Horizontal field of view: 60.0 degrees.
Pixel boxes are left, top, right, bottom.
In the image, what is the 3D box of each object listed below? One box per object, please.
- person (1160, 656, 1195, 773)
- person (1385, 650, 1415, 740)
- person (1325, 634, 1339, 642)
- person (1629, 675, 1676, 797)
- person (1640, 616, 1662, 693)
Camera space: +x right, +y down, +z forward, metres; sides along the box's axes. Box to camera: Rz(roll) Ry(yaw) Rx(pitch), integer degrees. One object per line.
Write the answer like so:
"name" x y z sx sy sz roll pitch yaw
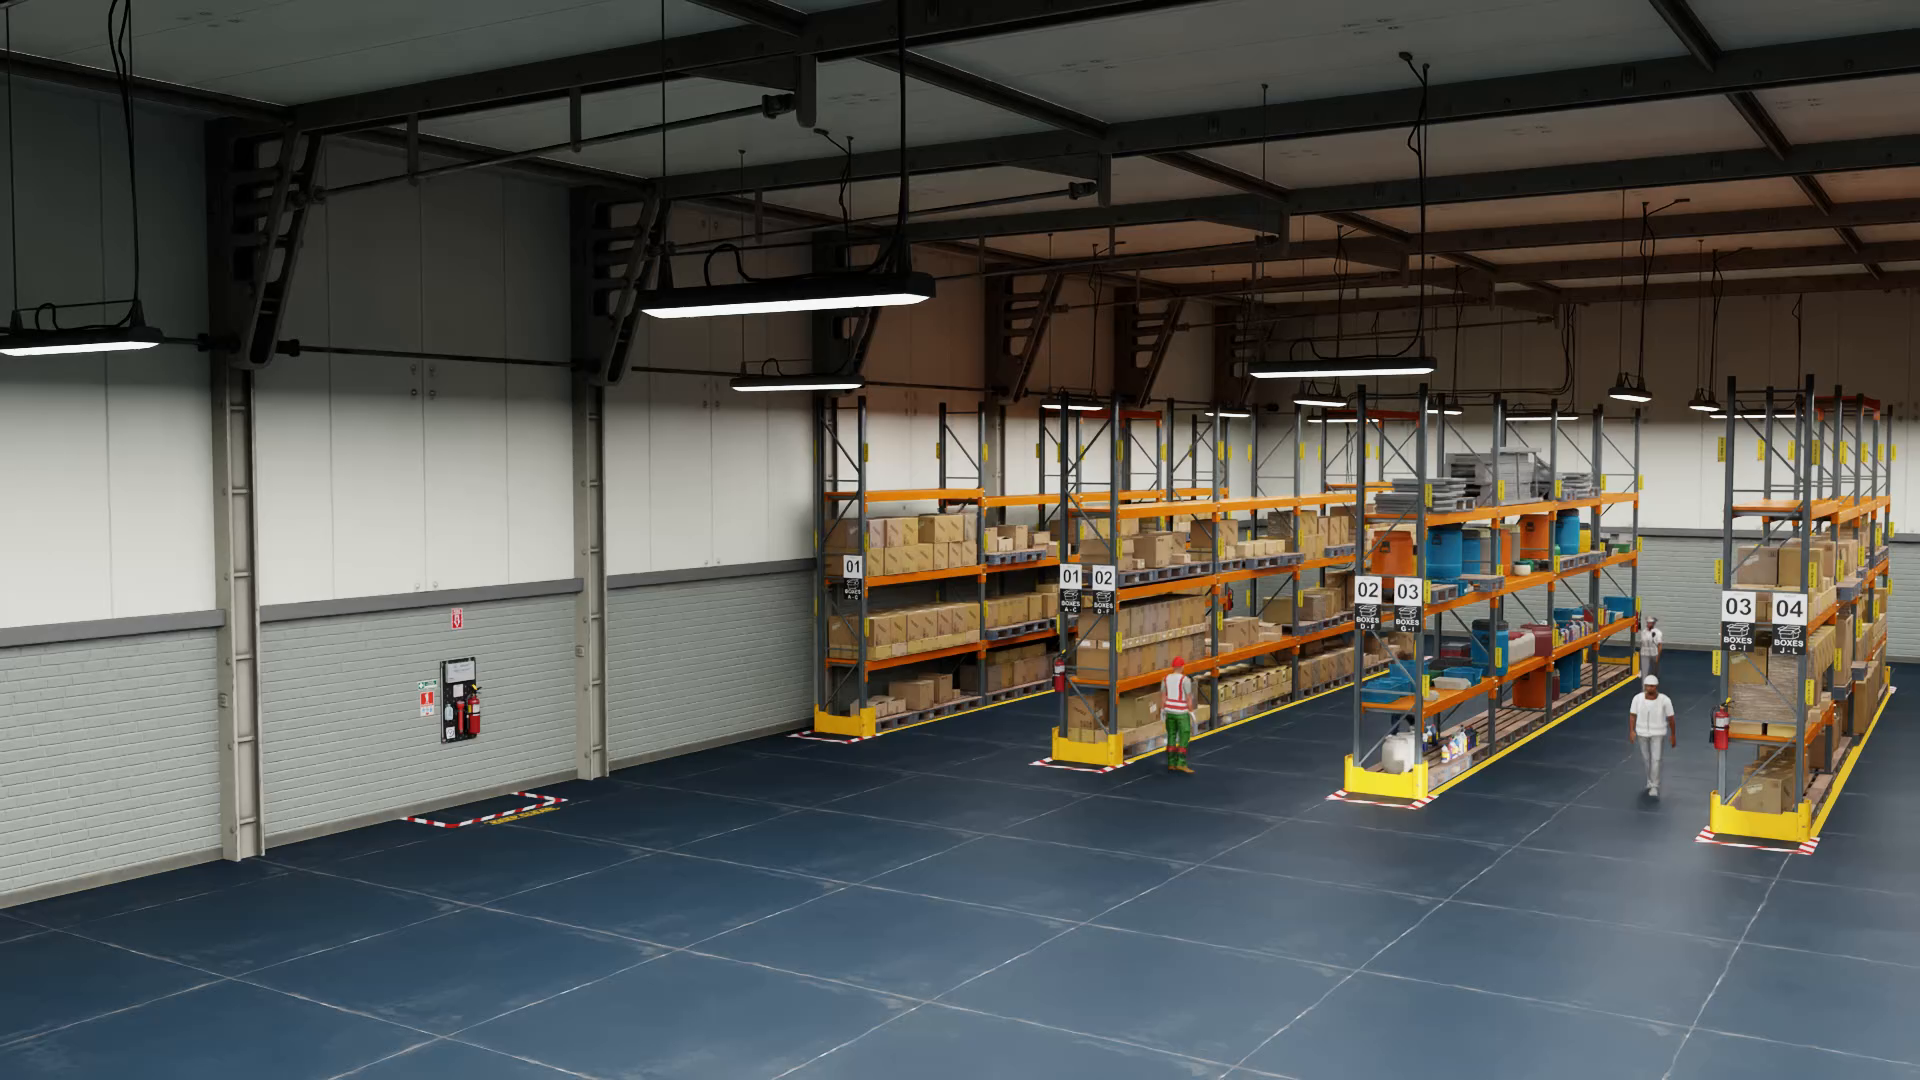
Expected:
"person" 3.437 2.738 26.170 0.671 1.795 0.451 3 4 41
"person" 7.711 2.682 28.996 0.912 1.548 0.456 -2 3 -27
"person" 9.538 1.907 42.260 0.628 1.818 0.635 2 4 39
"person" 10.081 2.834 24.292 0.616 1.716 0.967 3 4 40
"person" 14.226 2.366 34.225 0.421 1.619 1.041 1 3 23
